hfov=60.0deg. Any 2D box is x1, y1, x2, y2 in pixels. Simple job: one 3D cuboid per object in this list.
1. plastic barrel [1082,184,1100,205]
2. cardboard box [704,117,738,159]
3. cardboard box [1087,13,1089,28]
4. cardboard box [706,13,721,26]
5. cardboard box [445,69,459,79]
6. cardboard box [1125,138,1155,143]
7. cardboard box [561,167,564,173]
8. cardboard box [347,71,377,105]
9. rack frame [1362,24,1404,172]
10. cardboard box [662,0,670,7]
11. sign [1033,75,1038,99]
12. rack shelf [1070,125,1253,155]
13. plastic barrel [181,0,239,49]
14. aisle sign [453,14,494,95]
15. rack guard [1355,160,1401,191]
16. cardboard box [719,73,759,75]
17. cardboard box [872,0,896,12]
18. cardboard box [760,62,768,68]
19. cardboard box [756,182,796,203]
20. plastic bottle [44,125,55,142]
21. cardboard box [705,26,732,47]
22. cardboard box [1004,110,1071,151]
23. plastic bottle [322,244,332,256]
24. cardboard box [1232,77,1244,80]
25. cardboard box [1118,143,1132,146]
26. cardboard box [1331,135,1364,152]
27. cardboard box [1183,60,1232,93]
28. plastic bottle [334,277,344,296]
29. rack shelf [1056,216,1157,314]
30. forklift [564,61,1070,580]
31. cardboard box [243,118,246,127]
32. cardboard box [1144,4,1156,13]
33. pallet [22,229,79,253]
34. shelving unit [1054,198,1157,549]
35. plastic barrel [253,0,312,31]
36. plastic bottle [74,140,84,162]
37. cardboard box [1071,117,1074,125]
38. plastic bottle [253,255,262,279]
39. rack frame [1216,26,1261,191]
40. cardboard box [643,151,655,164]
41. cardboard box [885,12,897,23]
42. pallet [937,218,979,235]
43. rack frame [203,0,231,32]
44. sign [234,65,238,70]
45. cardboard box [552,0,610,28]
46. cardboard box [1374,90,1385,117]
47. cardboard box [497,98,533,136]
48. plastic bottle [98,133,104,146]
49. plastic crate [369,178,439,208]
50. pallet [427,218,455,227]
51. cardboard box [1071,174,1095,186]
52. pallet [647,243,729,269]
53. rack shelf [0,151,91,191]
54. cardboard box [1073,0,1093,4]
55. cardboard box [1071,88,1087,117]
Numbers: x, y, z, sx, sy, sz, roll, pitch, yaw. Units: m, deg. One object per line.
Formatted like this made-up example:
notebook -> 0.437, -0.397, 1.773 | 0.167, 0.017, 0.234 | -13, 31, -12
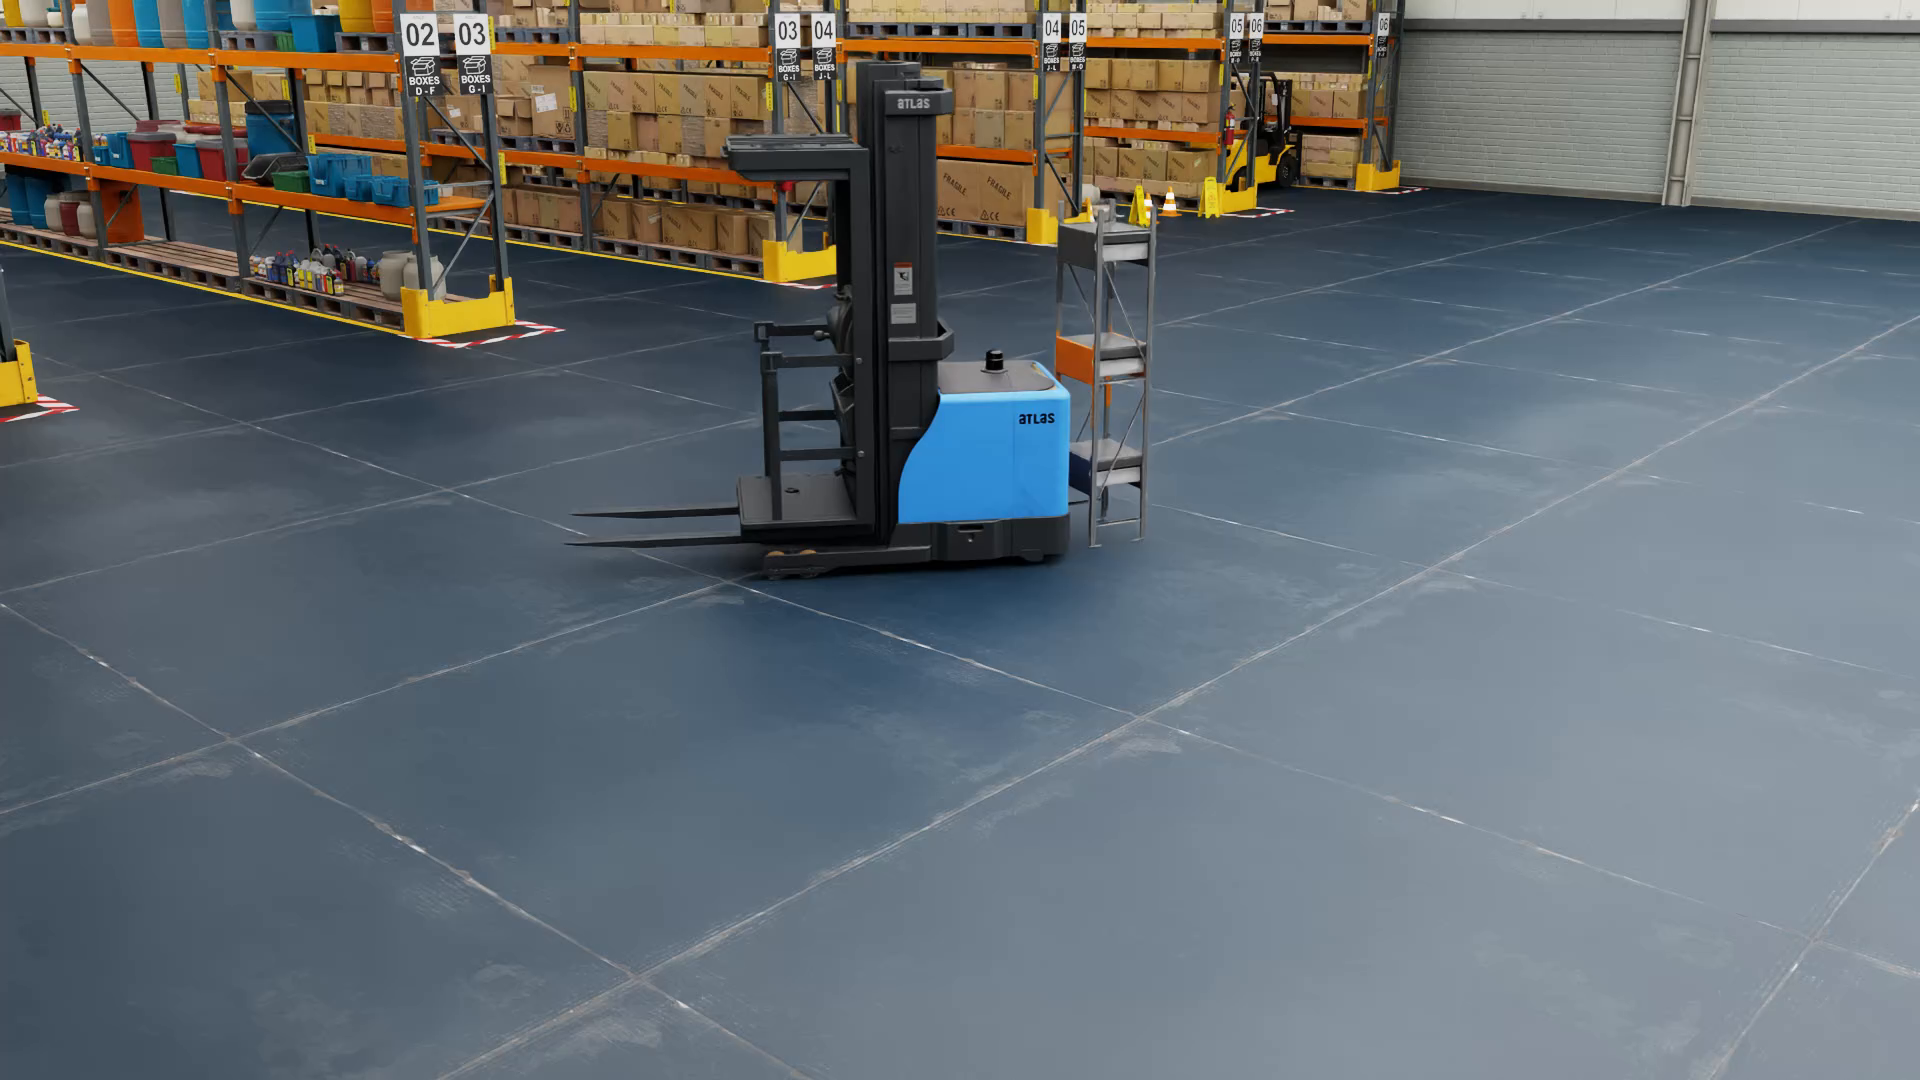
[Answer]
plastic barrel -> 2.107, -5.869, 28.405 | 0.512, 0.421, 0.421 | -3, 18, -8
cardboard box -> -2.768, -5.162, 21.261 | 0.500, 0.500, 0.875 | 15, 23, 39
cardboard box -> 2.205, -9.076, 29.049 | 0.500, 0.250, 0.500 | 15, 23, 39
cardboard box -> -2.933, -6.470, 20.670 | 0.250, 0.149, 0.380 | 15, 23, 40
cardboard box -> -9.979, -9.513, 33.318 | 0.500, 0.500, 0.500 | 16, 24, 41
cardboard box -> 3.984, -8.280, 34.973 | 0.625, 0.625, 0.875 | 15, 23, 39
cardboard box -> -7.587, -7.281, 32.614 | 0.250, 0.149, 0.380 | 14, 22, 37
cardboard box -> -9.432, -7.330, 26.925 | 0.637, 0.503, 0.797 | 16, 24, 41
rack frame -> 7.949, -8.148, 31.329 | 0.127, 3.000, 1.000 | 15, 23, 39
cardboard box -> -5.012, -9.355, 28.742 | 0.258, 0.266, 0.396 | 15, 23, 39
sign -> 1.076, -6.429, 23.606 | 0.005, 0.325, 0.100 | 15, 23, 39
rack shelf -> 3.161, -7.083, 29.162 | 4.000, 0.370, 1.077 | 15, 23, 39
plastic barrel -> -8.725, -6.187, 19.360 | 0.708, 0.901, 0.600 | 15, 23, 39
aisle sign -> -4.960, -4.953, 16.962 | 0.004, 0.787, 0.394 | 15, 23, 39
rack guard -> 7.967, -6.952, 31.692 | 0.348, 0.500, 1.175 | 15, 23, 39
cardboard box -> -2.896, -5.823, 21.690 | 0.500, 0.500, 0.500 | 15, 23, 39
cardboard box -> -0.986, -8.173, 25.344 | 0.500, 0.250, 0.500 | 15, 23, 39
cardboard box -> -3.781, -9.709, 34.428 | 0.500, 0.500, 0.500 | 15, 23, 39
cardboard box -> -2.788, -6.114, 27.944 | 0.750, 0.750, 1.050 | 15, 23, 39
plastic bottle -> -13.237, -5.868, 24.223 | 0.185, 0.351, 0.144 | 15, 23, 39
cardboard box -> -2.825, -6.280, 20.729 | 0.500, 0.250, 0.500 | 15, 23, 40
cardboard box -> 1.139, -6.020, 24.375 | 0.550, 0.550, 0.875 | 15, 23, 39
plastic bottle -> -7.527, -3.348, 19.855 | 0.185, 0.351, 0.144 | 14, 23, 38
cardboard box -> 5.575, -9.163, 32.796 | 0.250, 0.149, 0.380 | 16, 23, 40
cardboard box -> 3.050, -6.813, 29.732 | 0.500, 0.500, 0.500 | 17, 24, 42
cardboard box -> 7.398, -7.537, 31.599 | 0.500, 0.250, 0.500 | 16, 24, 41
cardboard box -> 4.130, -7.744, 27.744 | 0.500, 0.500, 0.700 | 14, 23, 38
plastic bottle -> -6.873, -2.807, 18.398 | 0.097, 0.201, 0.097 | 0, 18, 0
rack shelf -> 0.892, -1.696, 10.215 | 0.431, 0.518, 0.480 | -8, 19, -24
forklift -> -0.891, -1.333, 9.966 | 3.031, 2.935, 1.130 | -3, 18, -8
cardboard box -> -12.303, -7.317, 29.125 | 0.250, 0.149, 0.380 | 15, 23, 38
cardboard box -> 3.326, -8.995, 28.135 | 0.250, 0.149, 0.380 | 14, 22, 38
pallet -> -12.718, -4.333, 23.916 | 1.213, 0.211, 1.003 | 15, 23, 39
shelving unit -> 0.892, -1.041, 10.422 | 0.431, 2.100, 0.503 | -8, 19, -24
plastic barrel -> -7.527, -6.110, 18.423 | 0.708, 0.901, 0.600 | 15, 23, 39
plastic bottle -> -11.778, -5.197, 22.223 | 0.133, 0.283, 0.061 | 15, 23, 39
cardboard box -> 2.130, -7.487, 29.659 | 0.250, 0.149, 0.380 | 15, 23, 39
plastic bottle -> -8.253, -3.211, 19.555 | 0.097, 0.271, 0.097 | 0, 18, 0
rack frame -> 4.657, -7.025, 27.788 | 0.127, 3.000, 1.000 | 15, 23, 39
cardboard box -> -4.000, -5.109, 22.168 | 0.250, 0.149, 0.380 | 15, 23, 39
cardboard box -> -0.930, -7.943, 25.278 | 0.250, 0.149, 0.380 | 15, 23, 38
pallet -> -0.111, -4.943, 25.839 | 1.213, 0.211, 1.003 | 15, 23, 39
rack frame -> -8.200, -7.325, 18.815 | 0.127, 3.000, 1.000 | 15, 23, 39
sign -> -13.517, -8.780, 31.013 | 0.005, 0.325, 0.100 | 15, 23, 39
cardboard box -> -5.198, -7.382, 23.088 | 0.637, 0.503, 0.797 | 14, 22, 37
cardboard box -> 7.763, -8.358, 31.825 | 0.500, 0.500, 0.500 | 16, 24, 41
cardboard box -> -6.271, -6.162, 24.205 | 0.797, 0.503, 0.637 | -15, 23, -40
plastic bottle -> -12.135, -5.615, 23.539 | 0.133, 0.283, 0.061 | 15, 23, 39
plastic crate -> -5.781, -3.624, 17.318 | 0.616, 0.251, 0.499 | 15, 23, 39
pallet -> -8.444, -5.235, 26.758 | 1.213, 0.211, 1.003 | 15, 23, 39
cardboard box -> 2.334, -6.433, 29.775 | 0.500, 0.250, 0.500 | 17, 24, 42
pallet -> -3.470, -3.885, 22.504 | 1.213, 0.211, 1.003 | 15, 23, 39
rack shelf -> -12.688, -5.327, 23.627 | 4.000, 0.370, 1.077 | 15, 23, 39
cardboard box -> 2.789, -11.201, 34.962 | 0.500, 0.500, 0.700 | 14, 23, 38
cardboard box -> 2.200, -7.770, 29.480 | 0.500, 0.500, 0.500 | 15, 23, 39
